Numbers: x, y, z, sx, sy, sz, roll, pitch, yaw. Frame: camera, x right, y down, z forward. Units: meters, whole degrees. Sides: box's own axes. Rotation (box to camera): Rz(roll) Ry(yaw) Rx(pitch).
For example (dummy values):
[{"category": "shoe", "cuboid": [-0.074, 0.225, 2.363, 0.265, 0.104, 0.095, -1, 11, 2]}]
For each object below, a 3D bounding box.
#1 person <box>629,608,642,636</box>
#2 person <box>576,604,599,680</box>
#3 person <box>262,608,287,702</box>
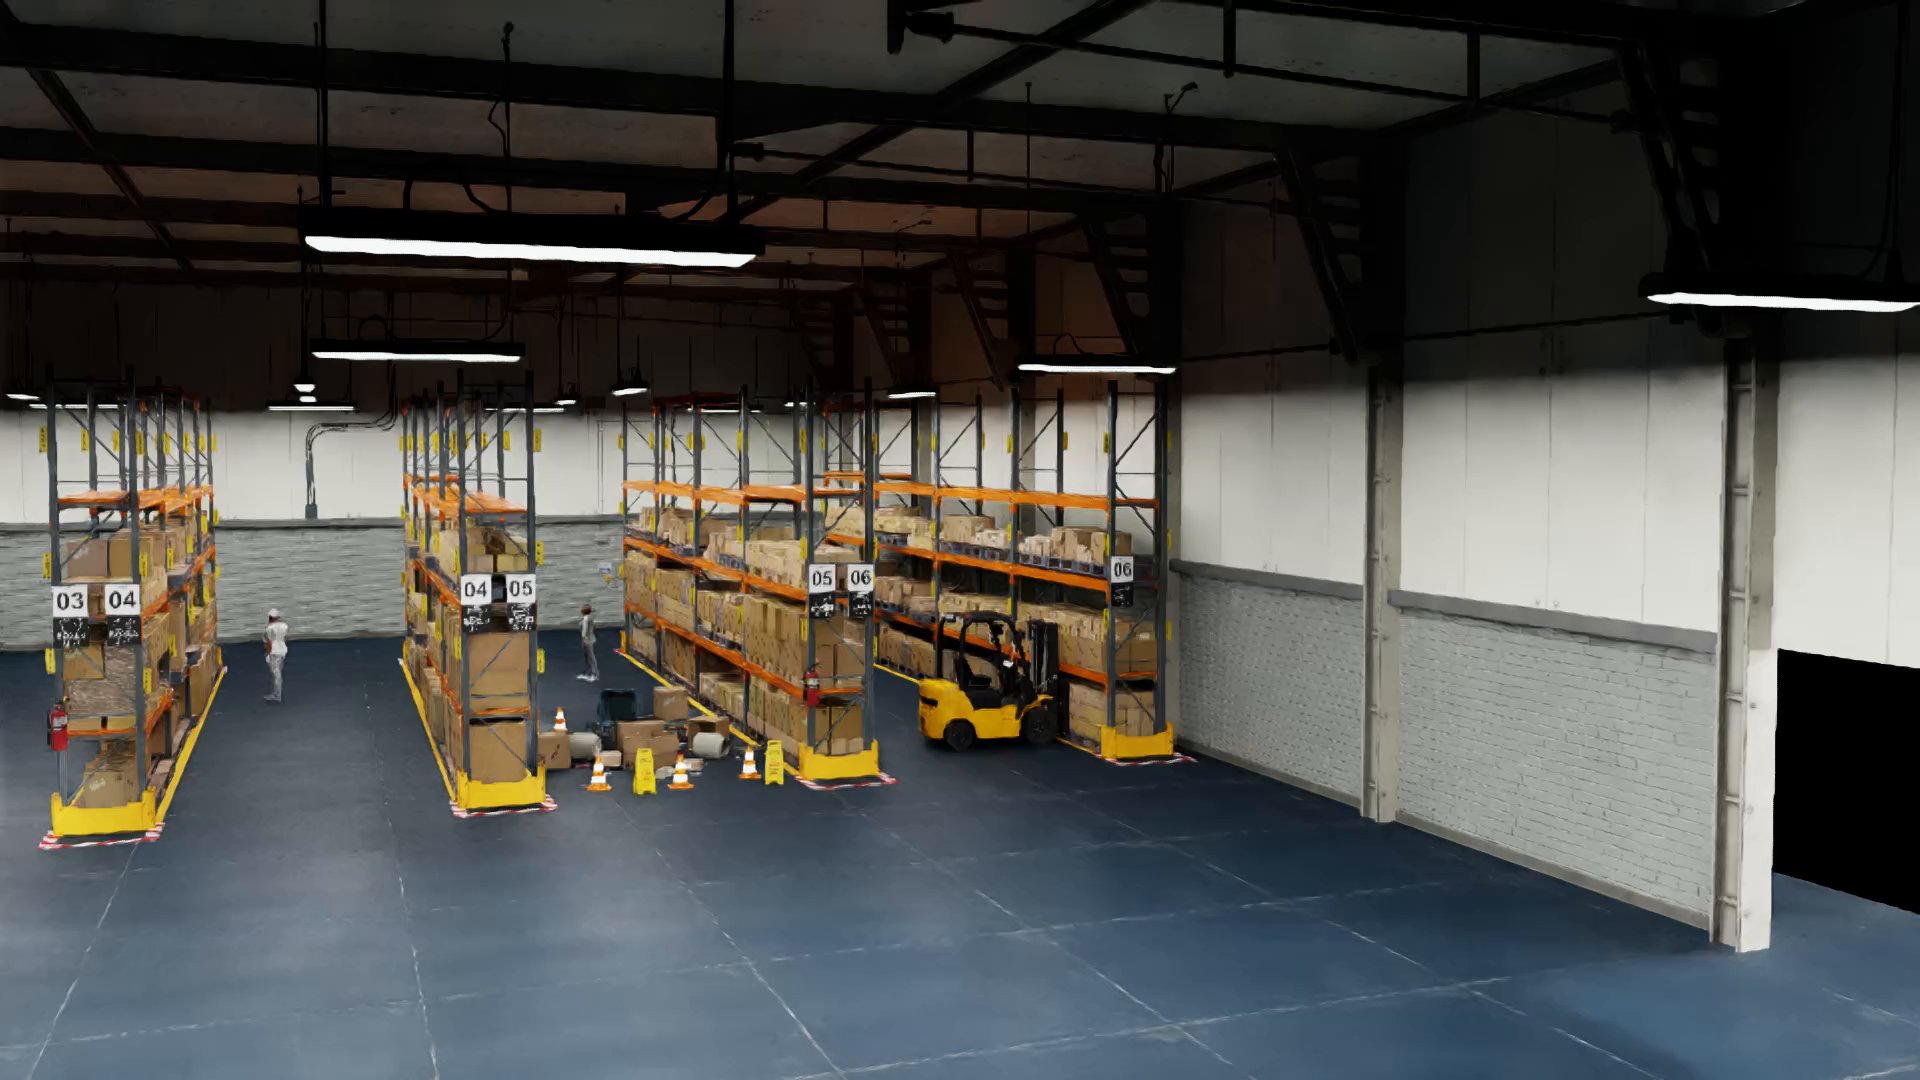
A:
[{"category": "person", "cuboid": [-8.098, 1.752, 41.533, 0.569, 1.665, 0.522, 3, 4, 41]}, {"category": "person", "cuboid": [-7.872, 2.147, 35.084, 0.542, 1.578, 0.540, 0, 3, 0]}, {"category": "person", "cuboid": [-13.319, 2.211, 32.207, 0.498, 1.784, 0.614, 0, 3, 8]}]
